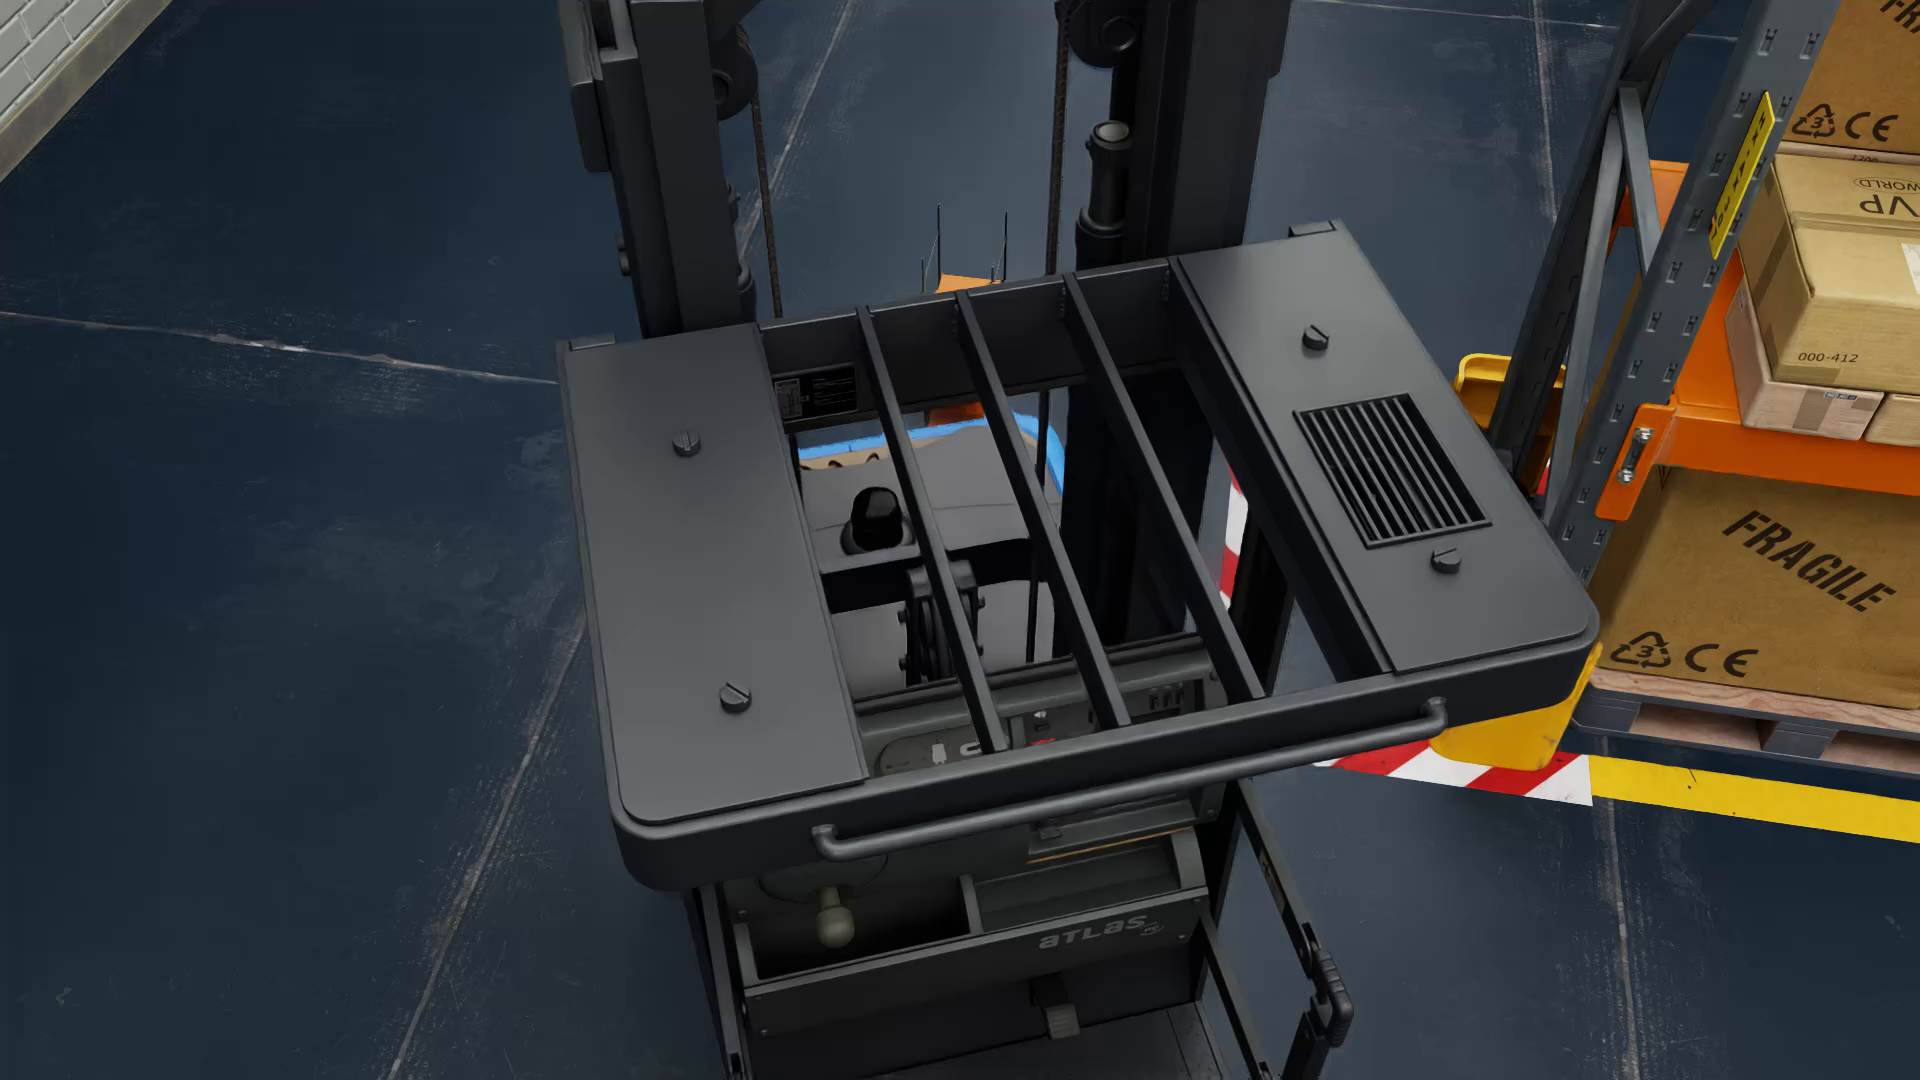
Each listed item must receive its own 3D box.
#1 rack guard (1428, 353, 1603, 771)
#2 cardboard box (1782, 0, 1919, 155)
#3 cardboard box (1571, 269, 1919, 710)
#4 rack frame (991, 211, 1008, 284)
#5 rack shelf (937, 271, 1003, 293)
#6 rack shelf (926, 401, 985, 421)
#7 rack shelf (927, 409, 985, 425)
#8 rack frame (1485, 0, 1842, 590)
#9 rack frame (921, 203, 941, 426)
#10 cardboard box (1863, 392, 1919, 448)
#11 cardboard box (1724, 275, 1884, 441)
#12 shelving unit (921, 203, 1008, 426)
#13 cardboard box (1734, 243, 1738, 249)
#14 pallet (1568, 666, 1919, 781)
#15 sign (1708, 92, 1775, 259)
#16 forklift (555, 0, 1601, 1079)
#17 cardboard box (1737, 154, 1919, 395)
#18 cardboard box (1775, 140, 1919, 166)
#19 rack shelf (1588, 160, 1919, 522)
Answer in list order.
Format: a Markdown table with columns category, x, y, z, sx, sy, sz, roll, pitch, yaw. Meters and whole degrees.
| category | x | y | z | sx | sy | sz | roll | pitch | yaw |
| --- | --- | --- | --- | --- | --- | --- | --- | --- | --- |
| rack guard | 1.596 | 0.039 | 4.879 | 0.348 | 0.500 | 1.175 | 8 | 49 | 7 |
| cardboard box | 2.146 | -1.221 | 3.727 | 0.500 | 0.500 | 0.500 | 8 | 49 | 7 |
| cardboard box | 2.263 | -0.197 | 4.557 | 0.875 | 0.875 | 0.875 | 8 | 49 | 7 |
| rack frame | 0.104 | -0.387 | 4.791 | 0.006 | 1.200 | 0.240 | 8 | 49 | 7 |
| rack shelf | 0.014 | -0.610 | 4.567 | 0.180 | 0.103 | 0.258 | 8 | 49 | 7 |
| rack shelf | 0.014 | -0.450 | 4.746 | 0.180 | 0.103 | 0.258 | 8 | 49 | 7 |
| rack shelf | 0.014 | -0.369 | 4.835 | 0.180 | 0.103 | 0.258 | 8 | 49 | 7 |
| rack frame | 1.619 | -0.793 | 3.946 | 0.127 | 3.000 | 1.000 | 8 | 49 | 7 |
| rack frame | -0.076 | -0.411 | 4.813 | 0.006 | 1.200 | 0.240 | 8 | 49 | 7 |
| cardboard box | 2.163 | -0.388 | 3.751 | 0.250 | 0.149 | 0.380 | 7 | 48 | 6 |
| cardboard box | 1.910 | -0.421 | 3.780 | 0.250 | 0.149 | 0.380 | 8 | 49 | 7 |
| shelving unit | 0.014 | -0.399 | 4.802 | 0.189 | 1.200 | 0.258 | 8 | 49 | 7 |
| cardboard box | 2.028 | -0.903 | 4.214 | 0.250 | 0.149 | 0.380 | 9 | 49 | 8 |
| pallet | 2.420 | 0.188 | 4.940 | 1.213 | 0.211 | 1.003 | 8 | 49 | 7 |
| sign | 1.515 | -0.703 | 3.230 | 0.005 | 0.325 | 0.100 | 8 | 49 | 7 |
| forklift | 0.078 | 0.557 | 2.779 | 1.130 | 2.935 | 3.031 | -10 | 49 | -9 |
| cardboard box | 2.044 | -0.581 | 3.656 | 0.500 | 0.250 | 0.500 | 7 | 48 | 6 |
| cardboard box | 2.144 | -0.972 | 4.008 | 0.500 | 0.250 | 0.500 | 7 | 48 | 6 |
| rack shelf | 3.588 | -0.288 | 3.976 | 4.000 | 0.370 | 1.077 | 8 | 49 | 7 |
